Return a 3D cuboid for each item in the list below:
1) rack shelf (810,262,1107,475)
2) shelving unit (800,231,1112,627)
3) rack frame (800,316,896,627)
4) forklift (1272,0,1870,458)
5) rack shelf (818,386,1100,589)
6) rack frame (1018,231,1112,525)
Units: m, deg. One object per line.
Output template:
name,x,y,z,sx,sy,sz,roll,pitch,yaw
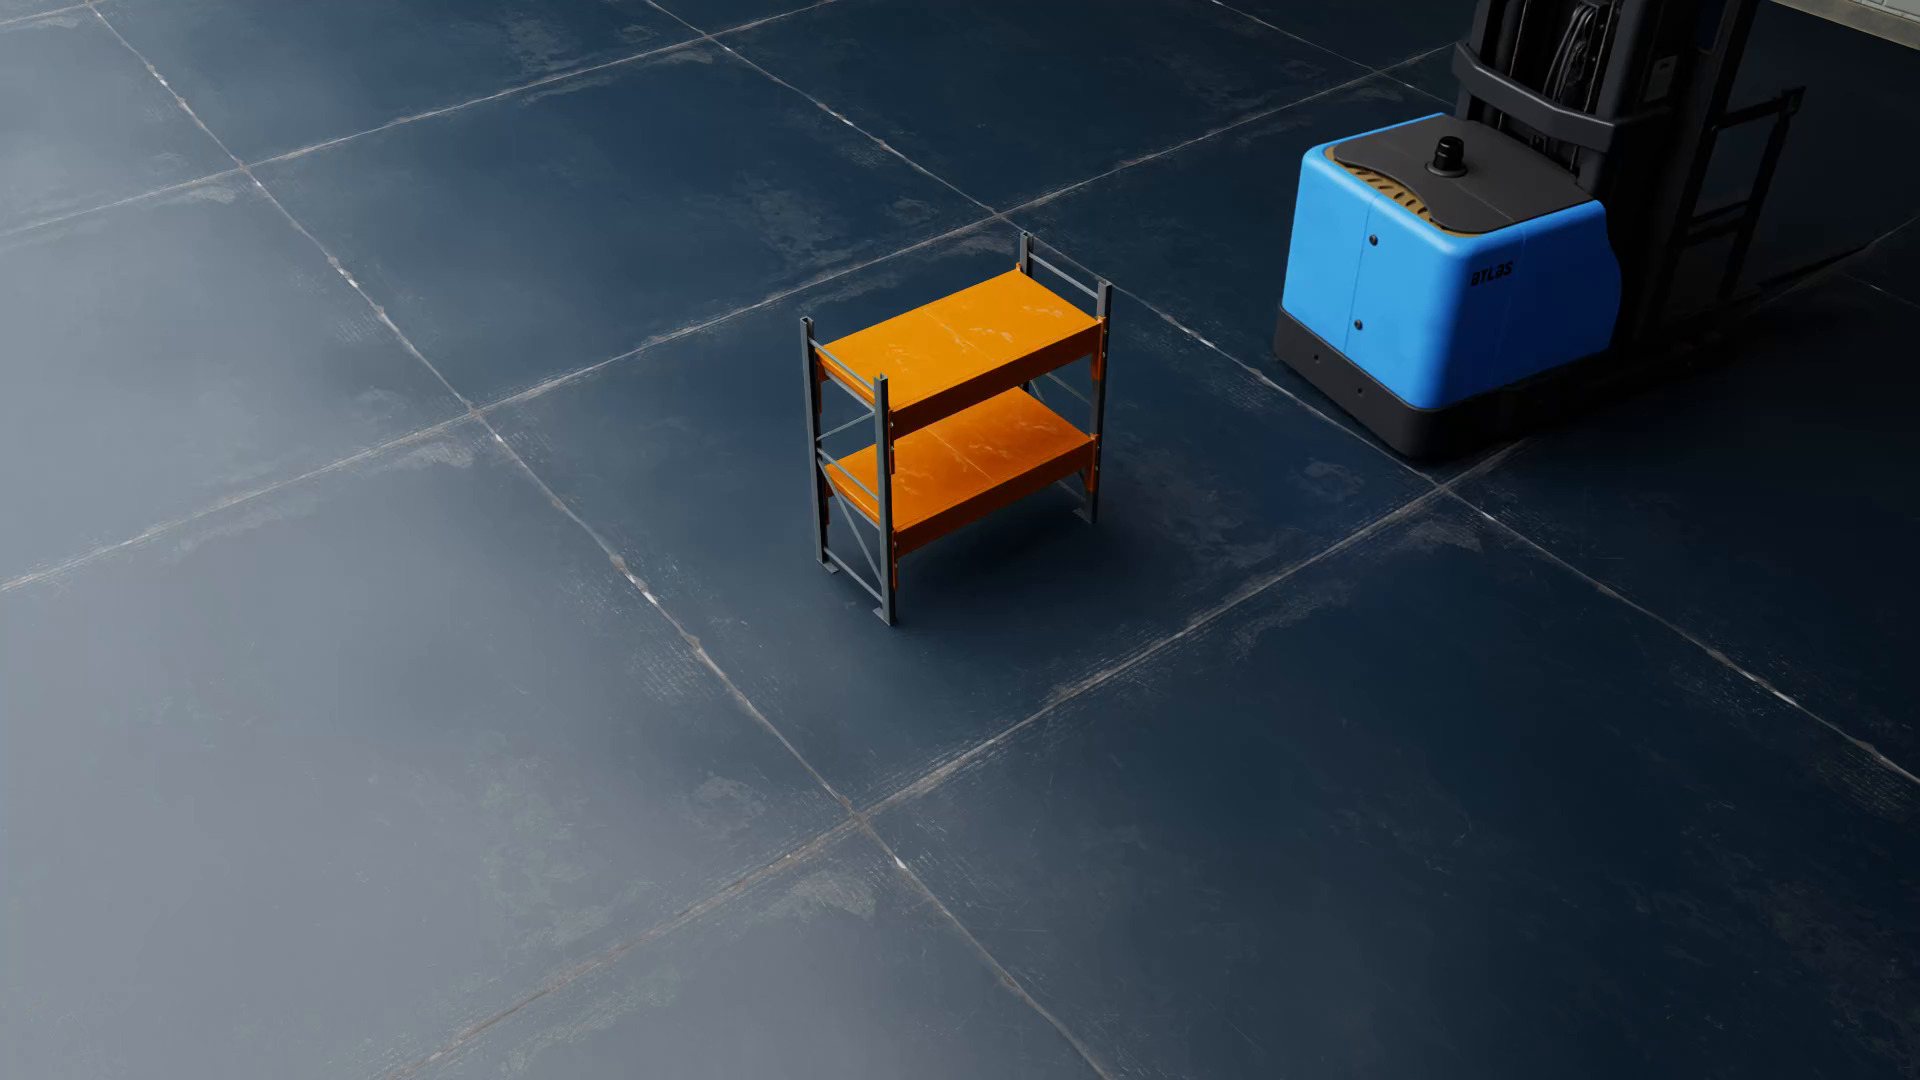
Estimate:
rack shelf,-0.005,-0.659,6.204,1.000,0.278,0.538,-26,46,-28
shelving unit,-0.005,-0.432,6.390,1.048,1.125,0.538,-26,46,-28
rack frame,-0.408,-0.236,6.151,0.032,1.125,0.500,-26,46,-28
forklift,2.992,-2.154,7.064,3.031,2.935,1.130,-19,43,-22
rack shelf,-0.005,-0.243,6.545,1.000,0.278,0.538,-26,46,-28
rack frame,0.398,-0.629,6.630,0.032,1.125,0.500,-26,46,-28
